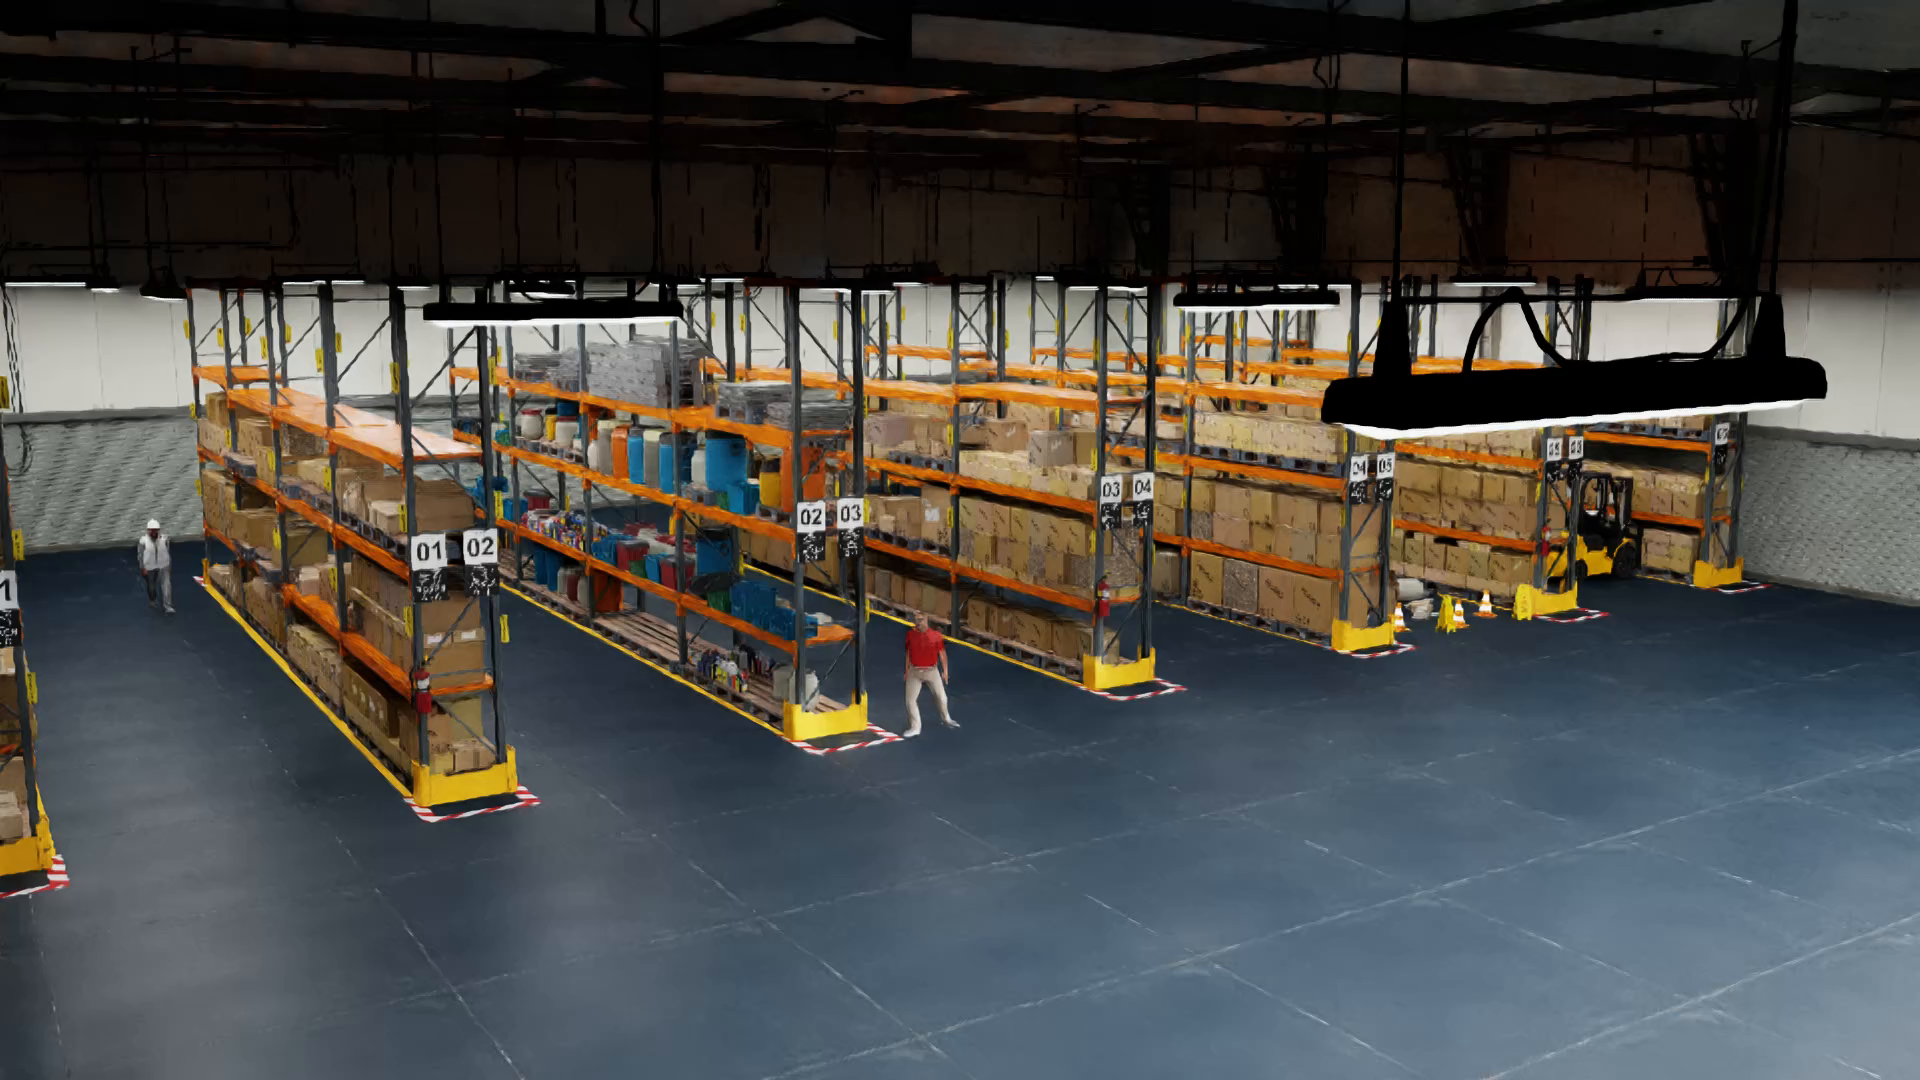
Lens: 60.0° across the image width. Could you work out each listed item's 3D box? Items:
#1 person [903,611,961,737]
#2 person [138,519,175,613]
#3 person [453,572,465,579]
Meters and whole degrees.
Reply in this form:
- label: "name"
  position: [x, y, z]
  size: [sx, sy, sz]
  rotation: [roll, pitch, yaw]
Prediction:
- label: "person"
  position: [-0.382, 1.775, 22.386]
  size: [0.762, 1.681, 0.630]
  rotation: [1, 10, 5]
- label: "person"
  position: [-14.574, 0.450, 30.118]
  size: [0.543, 1.684, 1.115]
  rotation: [-5, 11, -30]
- label: "person"
  position: [-9.346, 0.471, 30.417]
  size: [0.452, 1.594, 0.407]
  rotation: [5, 11, 29]
